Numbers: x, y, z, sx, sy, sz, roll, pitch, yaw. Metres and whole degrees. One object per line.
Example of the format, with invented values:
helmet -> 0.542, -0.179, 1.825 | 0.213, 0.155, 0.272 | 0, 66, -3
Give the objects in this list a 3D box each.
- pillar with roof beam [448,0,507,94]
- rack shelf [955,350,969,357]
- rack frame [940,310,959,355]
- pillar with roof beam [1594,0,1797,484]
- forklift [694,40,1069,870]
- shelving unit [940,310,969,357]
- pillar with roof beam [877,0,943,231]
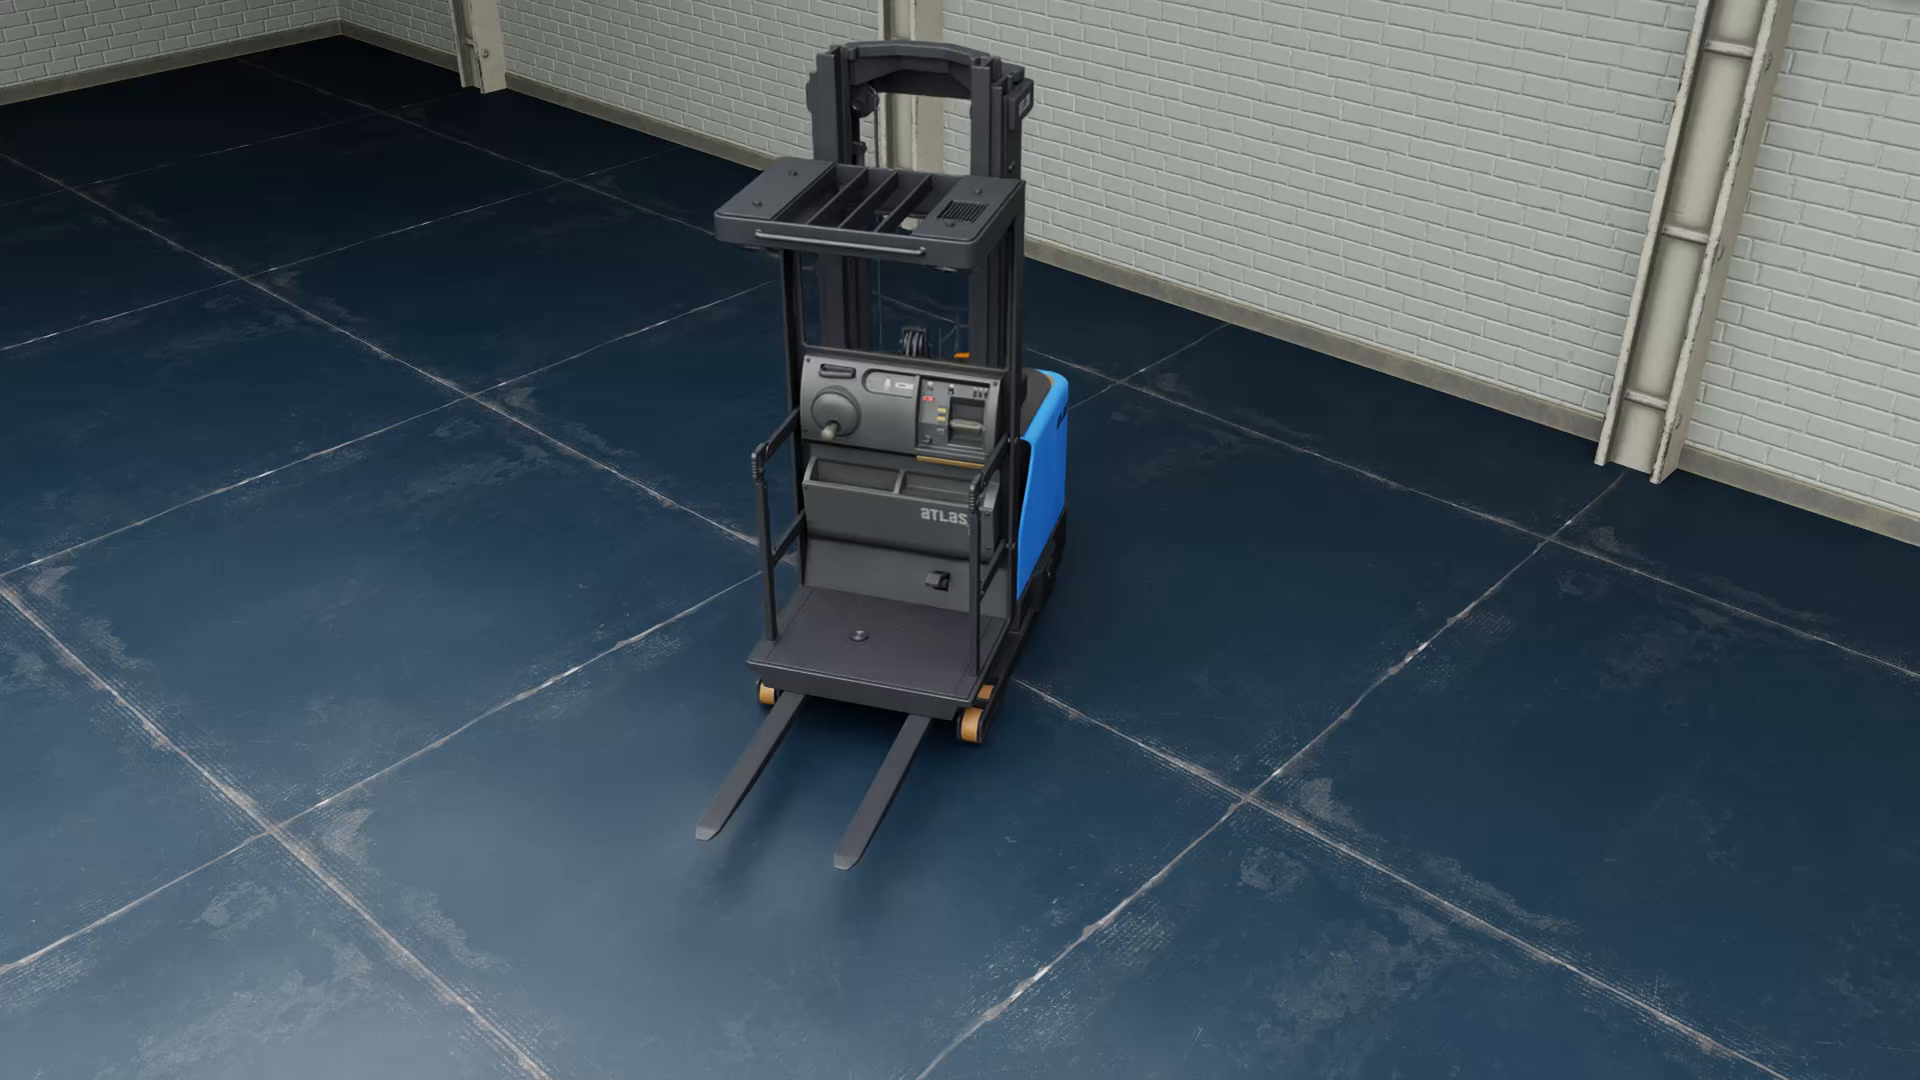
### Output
pillar with roof beam -> -7.716, -6.818, 11.850 | 0.400, 9.000, 9.100 | 25, 39, 35
rack shelf -> 0.028, -0.922, 9.005 | 0.180, 0.103, 0.258 | 12, 33, 20
rack frame -> -0.056, -0.669, 9.197 | 0.006, 1.200, 0.240 | 12, 33, 20
pillar with roof beam -> 1.182, -2.664, 4.951 | 0.400, 9.000, 9.100 | 25, 39, 35
forklift -> -0.333, -0.547, 7.316 | 1.130, 2.935, 3.031 | 9, 32, 14
shelving unit -> 0.028, -0.651, 9.166 | 0.189, 1.200, 0.258 | 12, 33, 20
pillar with roof beam -> -3.267, -4.741, 8.400 | 0.400, 9.000, 9.100 | 25, 39, 35
